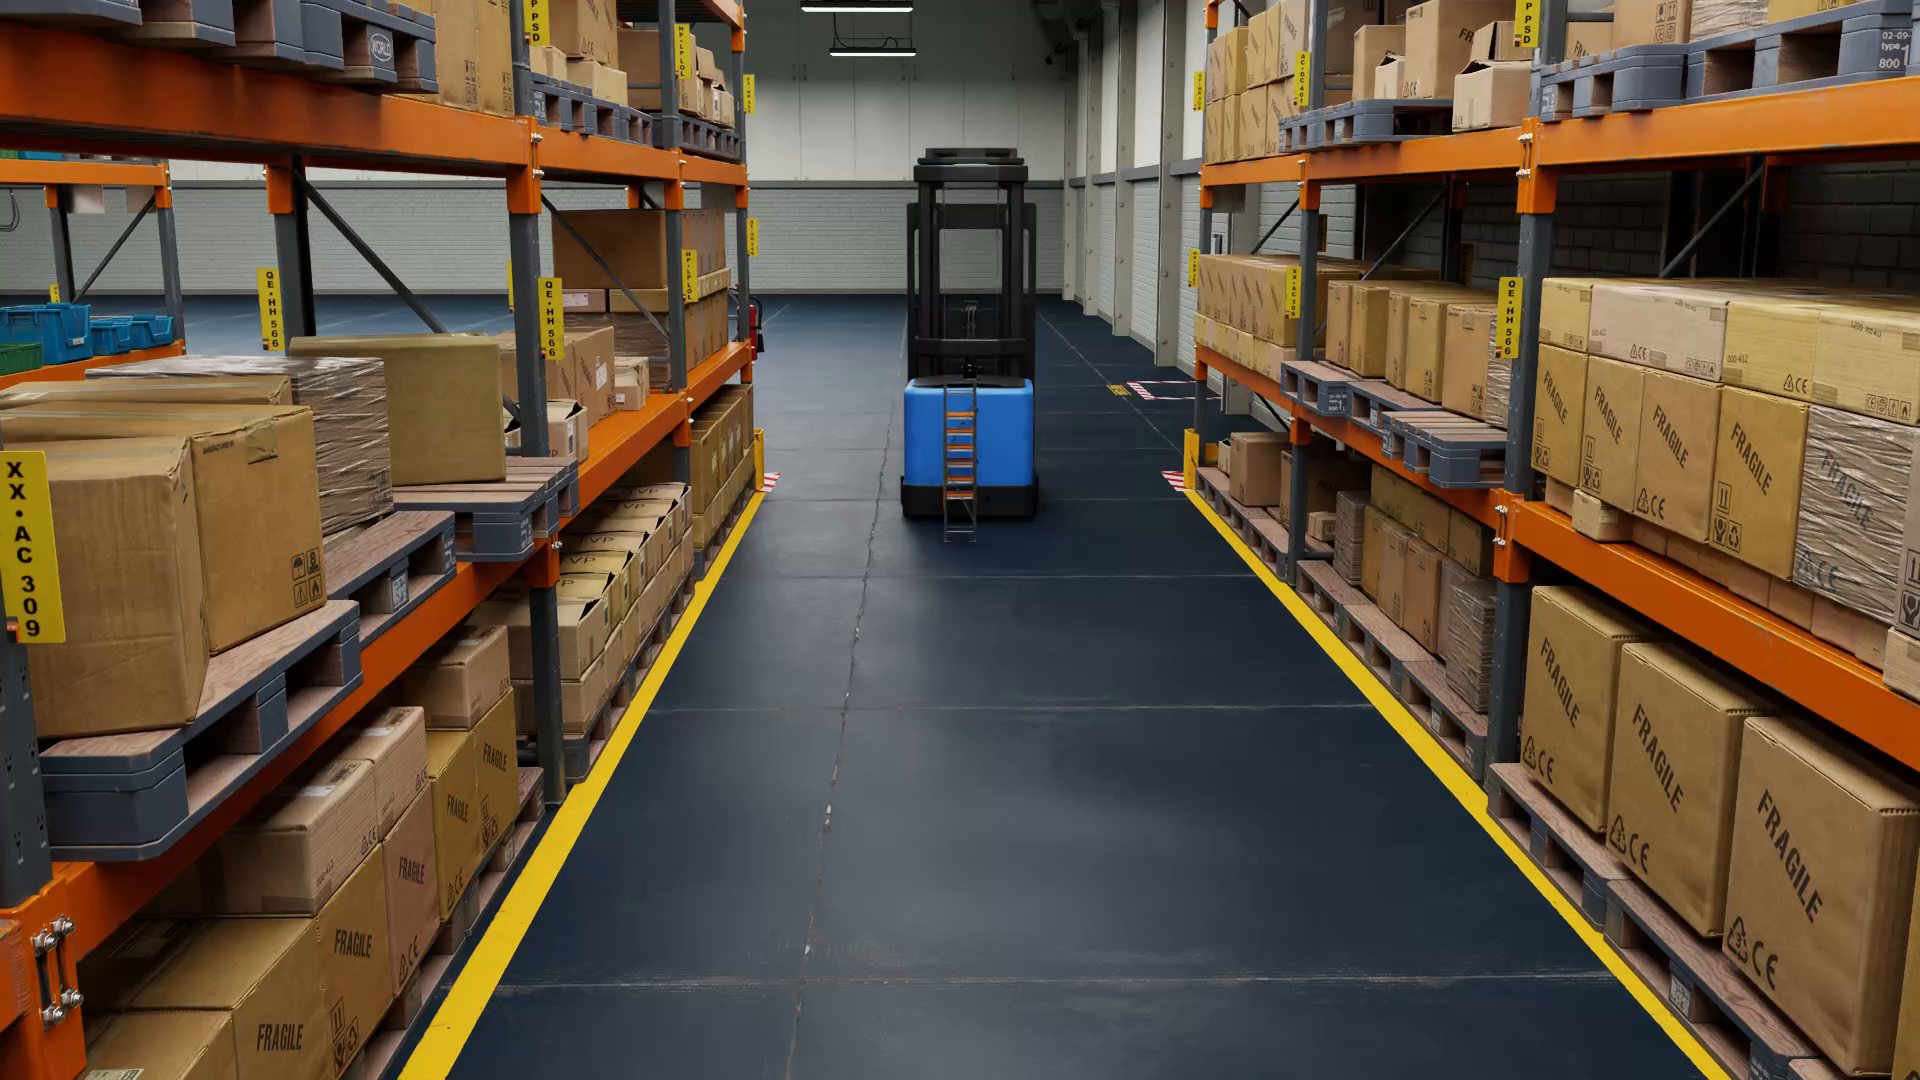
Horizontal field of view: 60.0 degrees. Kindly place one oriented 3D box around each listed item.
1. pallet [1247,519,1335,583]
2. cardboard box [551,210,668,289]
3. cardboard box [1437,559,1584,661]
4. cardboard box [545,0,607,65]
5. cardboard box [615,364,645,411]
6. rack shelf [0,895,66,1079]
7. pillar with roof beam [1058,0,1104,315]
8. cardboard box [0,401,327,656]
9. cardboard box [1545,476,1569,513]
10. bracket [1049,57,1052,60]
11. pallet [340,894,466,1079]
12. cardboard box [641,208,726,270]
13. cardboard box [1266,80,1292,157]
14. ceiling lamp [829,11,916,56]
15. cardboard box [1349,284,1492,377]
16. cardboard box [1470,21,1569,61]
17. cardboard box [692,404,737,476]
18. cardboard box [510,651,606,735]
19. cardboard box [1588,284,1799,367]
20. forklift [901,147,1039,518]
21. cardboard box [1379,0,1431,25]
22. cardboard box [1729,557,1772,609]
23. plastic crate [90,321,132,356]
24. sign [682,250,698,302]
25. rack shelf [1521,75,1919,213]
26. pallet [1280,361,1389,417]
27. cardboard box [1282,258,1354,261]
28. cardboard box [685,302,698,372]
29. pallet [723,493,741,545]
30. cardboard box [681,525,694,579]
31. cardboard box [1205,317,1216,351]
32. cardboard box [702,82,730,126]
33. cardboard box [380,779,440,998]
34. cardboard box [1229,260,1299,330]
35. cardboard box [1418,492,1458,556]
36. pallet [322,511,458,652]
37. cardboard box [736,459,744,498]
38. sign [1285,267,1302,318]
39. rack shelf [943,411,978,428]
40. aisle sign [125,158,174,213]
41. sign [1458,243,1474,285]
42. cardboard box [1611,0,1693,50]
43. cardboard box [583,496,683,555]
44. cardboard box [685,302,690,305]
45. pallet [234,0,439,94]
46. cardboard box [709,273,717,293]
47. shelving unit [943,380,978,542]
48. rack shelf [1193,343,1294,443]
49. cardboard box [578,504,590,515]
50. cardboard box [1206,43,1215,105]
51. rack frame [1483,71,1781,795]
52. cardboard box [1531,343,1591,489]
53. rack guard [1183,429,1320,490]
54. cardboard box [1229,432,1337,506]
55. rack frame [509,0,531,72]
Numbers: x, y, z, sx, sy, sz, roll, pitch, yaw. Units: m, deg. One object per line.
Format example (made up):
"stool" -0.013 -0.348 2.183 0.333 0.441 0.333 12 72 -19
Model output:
"pallet" 2.637 0.063 11.716 1.003 0.211 1.213 0 11 -1
"cardboard box" -2.282 -1.922 10.973 0.700 0.500 0.500 0 11 -1
"cardboard box" 2.807 0.389 8.278 0.700 0.500 0.500 0 11 -1
"cardboard box" -2.258 -2.883 9.115 0.500 0.500 0.500 1 12 4
"cardboard box" -2.065 -0.909 9.833 0.396 0.266 0.258 -1 11 -3
"rack shelf" -2.060 1.192 0.950 1.077 0.370 4.000 0 11 -1
"pillar with roof beam" -1.317 -9.523 36.864 9.100 9.000 0.548 0 11 -1
"cardboard box" -1.965 -0.045 3.928 0.700 0.500 0.500 2 12 8
"cardboard box" 2.544 -0.195 6.557 0.380 0.149 0.250 0 11 -2
"bracket" 2.463 -12.932 44.615 0.076 0.066 3.189 0 11 -1
"pallet" -2.184 1.404 5.110 1.003 0.211 1.213 0 11 -1
"cardboard box" -2.351 -2.525 13.948 0.700 0.500 0.500 0 11 -1
"cardboard box" 2.431 -2.899 11.456 0.500 0.500 0.500 -1 12 -6
"ceiling lamp" -2.017 -12.805 38.363 2.000 3.185 0.800 0 11 -1
"cardboard box" 2.667 -1.222 9.680 0.700 0.500 0.500 1 12 5
"cardboard box" 2.835 -2.163 7.823 0.797 0.503 0.637 1 12 7
"cardboard box" -1.996 -0.766 12.764 0.500 0.500 0.500 0 11 -1
"cardboard box" -1.901 0.683 7.508 0.500 0.250 0.500 0 11 -1
"cardboard box" 2.532 -0.749 5.769 0.500 0.250 0.500 0 11 -2
"forklift" 0.104 -1.858 14.347 1.130 2.935 3.031 0 11 1
"cardboard box" 2.962 -3.287 10.857 0.500 0.500 0.500 0 11 0
"cardboard box" 2.587 0.110 5.055 0.380 0.149 0.250 0 11 -1
"plastic crate" -6.984 -1.624 13.394 0.499 0.251 0.408 0 11 -1
"sign" -1.724 -1.682 10.590 0.100 0.325 0.005 0 11 -1
"rack shelf" 2.810 -1.095 4.675 1.077 0.370 4.000 0 11 -1
"pallet" 2.556 -0.923 10.048 1.003 0.211 1.213 0 11 -1
"cardboard box" 2.841 -1.973 13.181 0.500 0.500 0.500 -1 11 -3
"cardboard box" -2.306 -1.490 12.110 0.700 0.500 0.500 0 11 0
"pallet" -2.269 -0.184 12.933 1.003 0.211 1.213 0 11 -1
"cardboard box" -1.968 0.074 10.508 0.500 0.250 0.500 0 11 -2
"cardboard box" 2.321 -1.700 13.720 0.500 0.250 0.500 -1 11 -3
"cardboard box" -2.050 -3.306 12.583 0.500 0.311 0.500 1 12 6
"cardboard box" -1.902 1.048 5.030 0.500 0.500 0.500 -1 11 -3
"cardboard box" 2.340 -1.869 12.668 0.500 0.500 0.500 0 11 1
"cardboard box" 2.737 -0.091 8.760 0.500 0.250 0.500 0 11 -1
"pallet" -2.139 0.127 4.871 1.003 0.211 1.213 0 11 -1
"cardboard box" -2.008 -0.498 13.329 0.500 0.250 0.500 0 11 -1
"sign" 2.144 -1.590 10.676 0.100 0.325 0.005 0 11 -1
"rack shelf" 0.000 -0.900 12.391 0.258 0.103 0.180 0 11 -1
"aisle sign" -7.006 -3.214 14.318 0.394 0.787 0.004 0 11 -1
"sign" 3.241 -1.740 10.681 0.100 0.325 0.005 0 11 -1
"cardboard box" 2.836 -2.015 6.045 0.700 0.500 0.500 -1 12 -6
"cardboard box" -1.954 -0.099 9.952 0.500 0.311 0.500 0 11 0
"cardboard box" -2.098 -1.723 11.625 0.380 0.149 0.250 0 11 -2
"pallet" -2.069 -1.272 4.215 1.213 0.211 1.003 0 11 -1
"cardboard box" -2.130 -2.031 13.140 0.380 0.149 0.250 0 11 1
"shelving unit" 0.000 -0.591 12.454 0.258 1.200 0.189 0 11 -1
"rack shelf" 2.645 -1.215 12.812 1.077 0.370 4.000 0 11 -1
"cardboard box" -2.502 -0.099 9.952 0.500 0.311 0.500 0 11 -2
"cardboard box" 2.369 -3.906 13.908 0.500 0.500 0.500 -1 12 -5
"rack frame" 2.769 -0.375 6.862 1.000 3.000 0.127 0 11 -1
"cardboard box" 2.523 -0.482 6.339 0.500 0.500 0.500 0 11 1
"rack guard" 2.605 -0.725 14.874 1.175 0.500 0.348 0 11 -1
"cardboard box" 2.505 -0.558 12.947 0.700 0.500 0.500 -1 12 -5
"rack frame" -2.184 -3.294 6.161 1.000 3.000 0.127 0 11 -1
